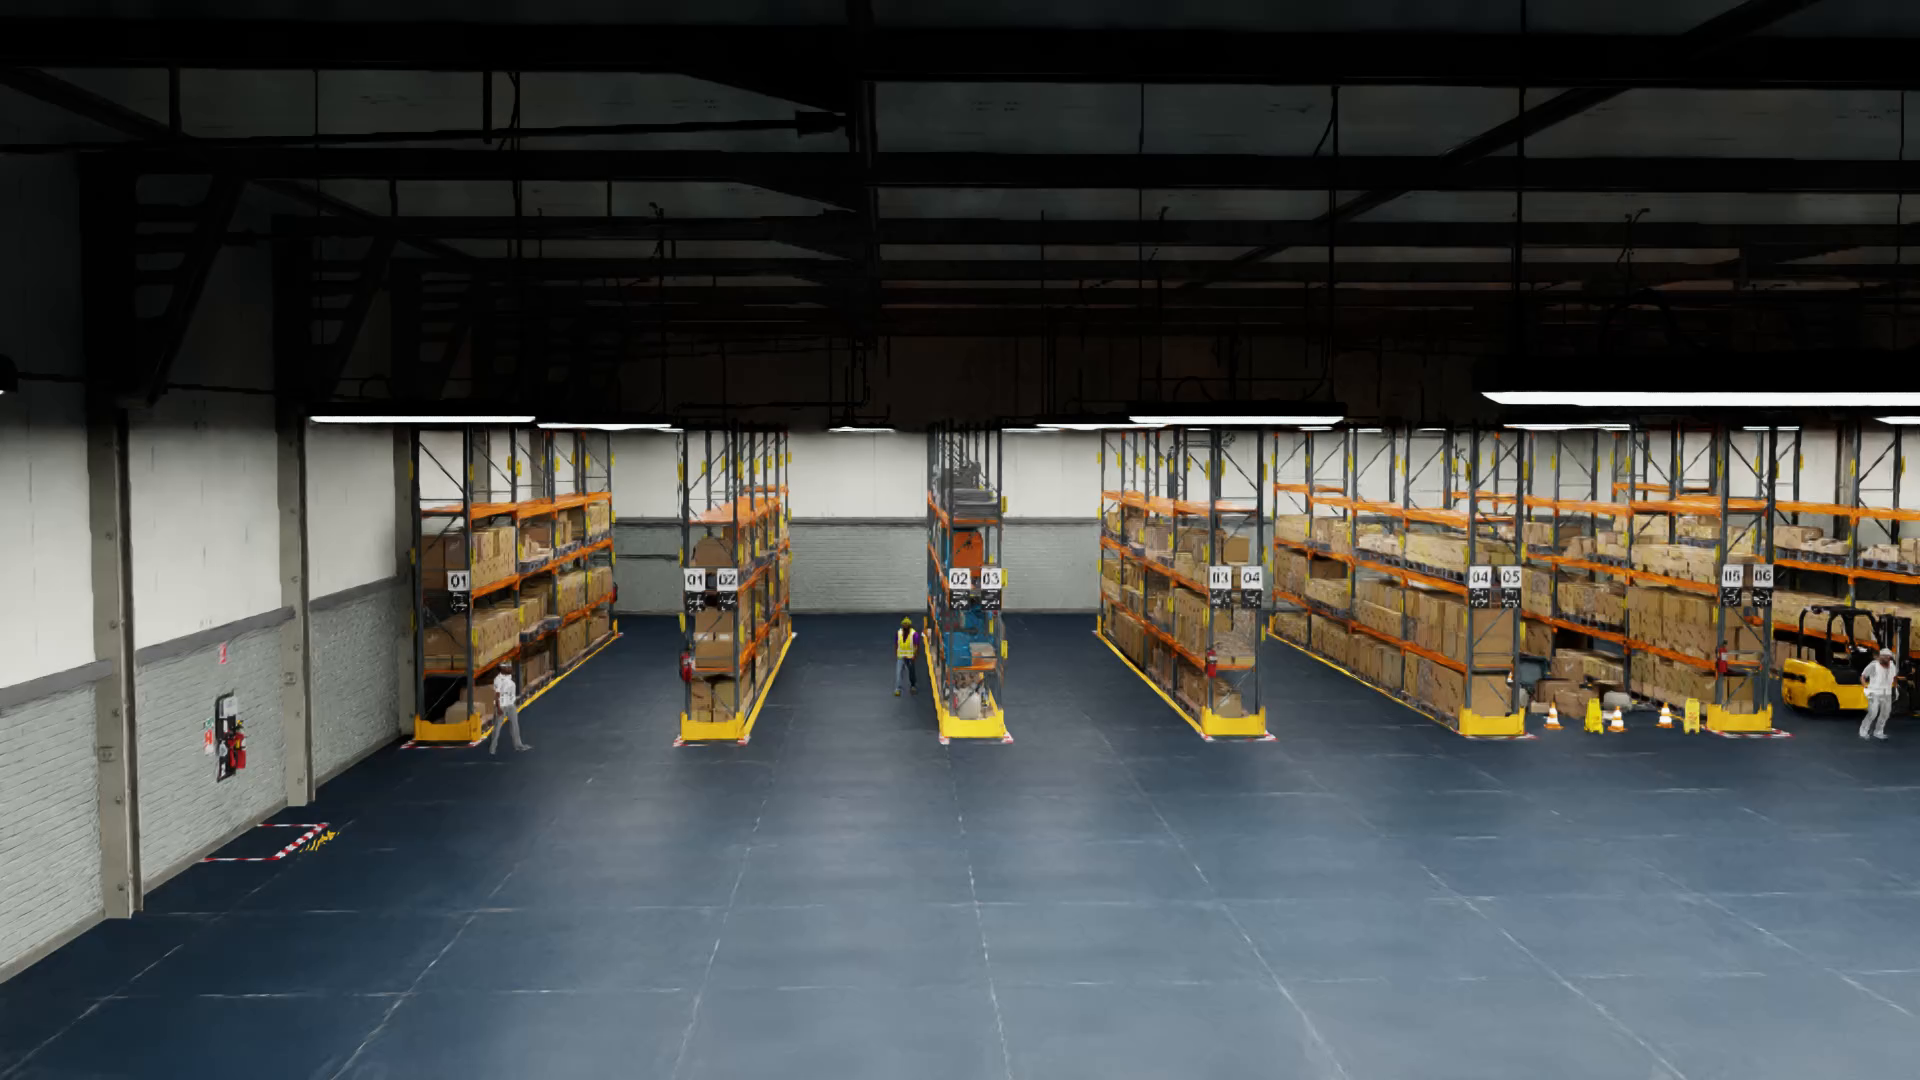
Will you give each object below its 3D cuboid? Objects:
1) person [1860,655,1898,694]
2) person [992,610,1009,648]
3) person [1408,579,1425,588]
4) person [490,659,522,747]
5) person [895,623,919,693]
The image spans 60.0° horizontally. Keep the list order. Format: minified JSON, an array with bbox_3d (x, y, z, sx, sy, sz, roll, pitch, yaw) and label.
[{"bbox_3d":[17.226,2.513,31.096,0.702,0.947,0.453,0,4,-3],"label":"person"},{"bbox_3d":[0.893,2.044,44.301,0.667,1.677,0.725,-2,4,-28],"label":"person"},{"bbox_3d":[13.961,1.560,50.975,0.541,1.763,0.695,-3,5,-40],"label":"person"},{"bbox_3d":[-8.172,2.930,29.837,0.444,1.606,0.524,2,4,30],"label":"person"},{"bbox_3d":[-1.153,2.518,36.433,0.571,1.614,0.863,0,4,7],"label":"person"}]
